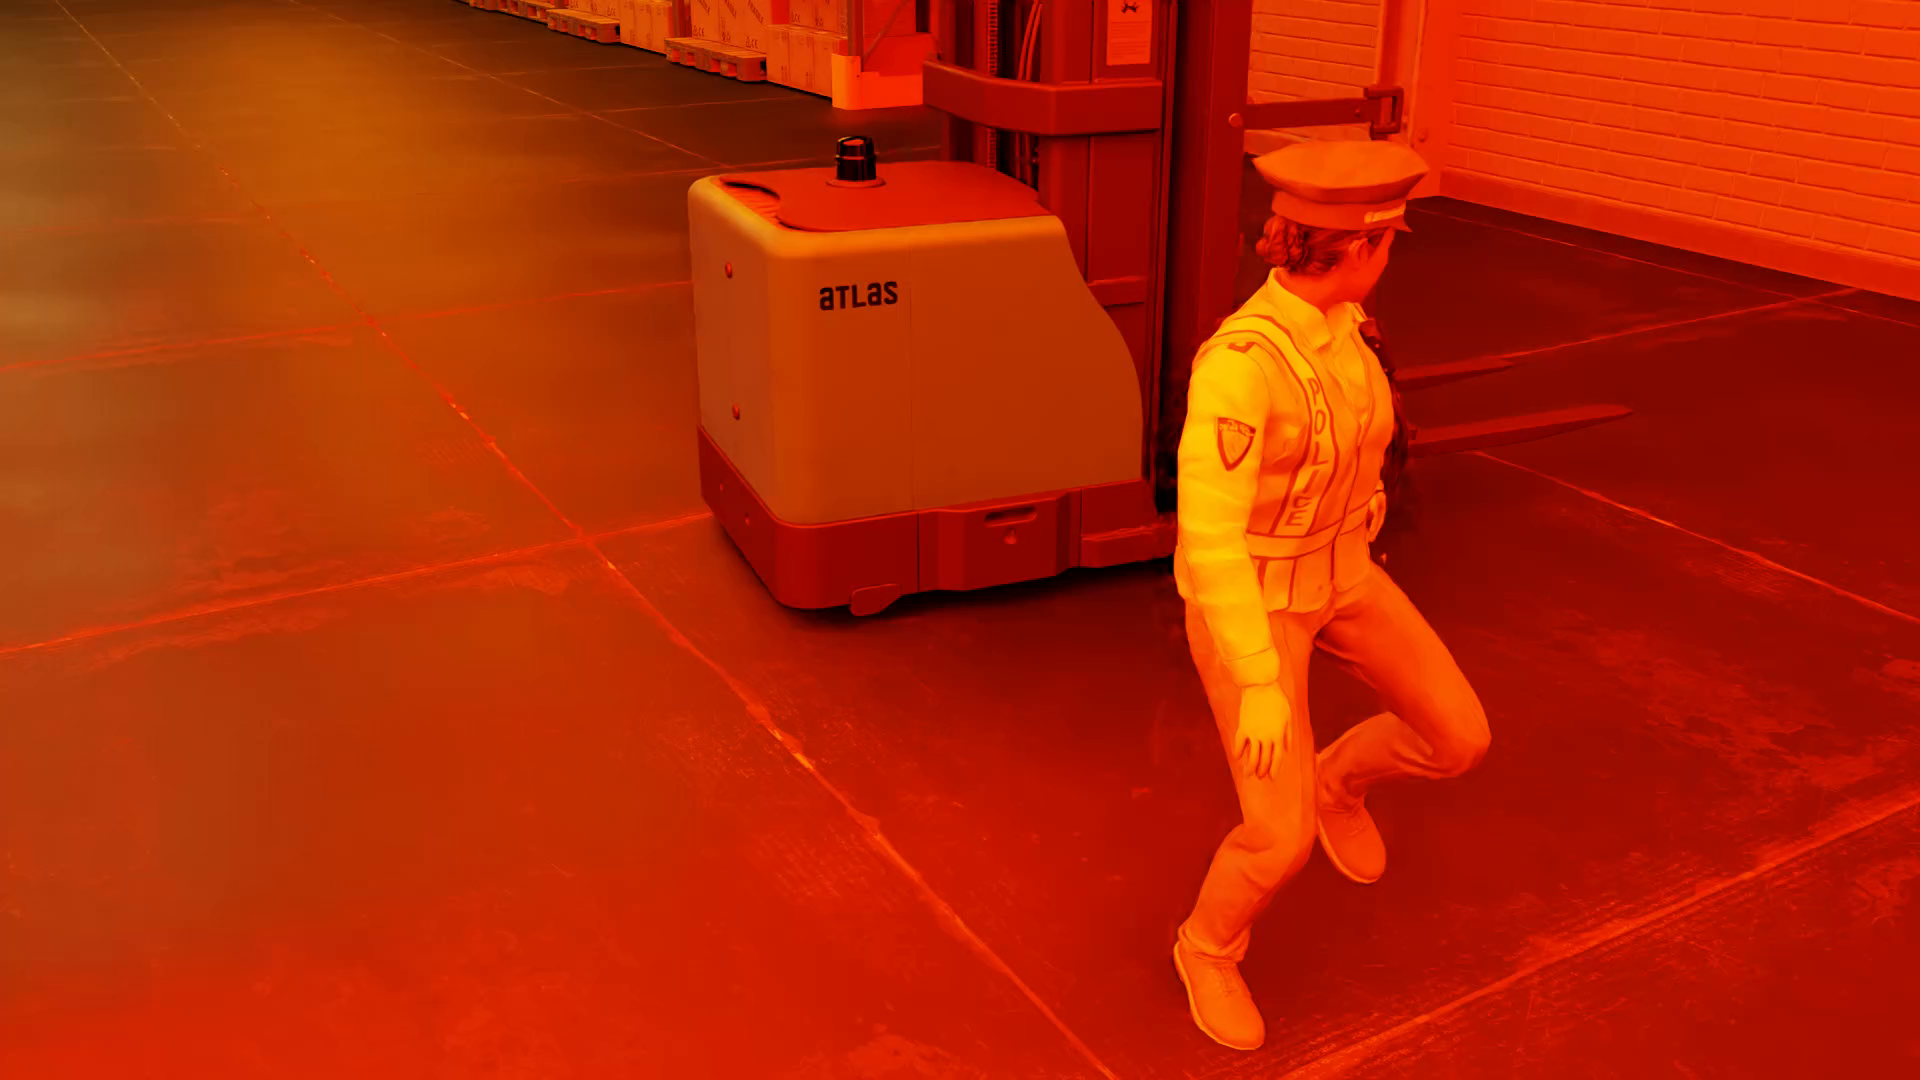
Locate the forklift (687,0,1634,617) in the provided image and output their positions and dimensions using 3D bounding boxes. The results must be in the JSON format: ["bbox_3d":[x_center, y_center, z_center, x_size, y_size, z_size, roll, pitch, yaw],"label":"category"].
[{"bbox_3d":[0.746,-1.488,4.900,3.031,2.935,1.130,-9,24,-20],"label":"forklift"}]

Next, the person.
[{"bbox_3d":[0.617,0.094,2.899,0.804,1.561,0.516,-18,28,-37],"label":"person"}]
